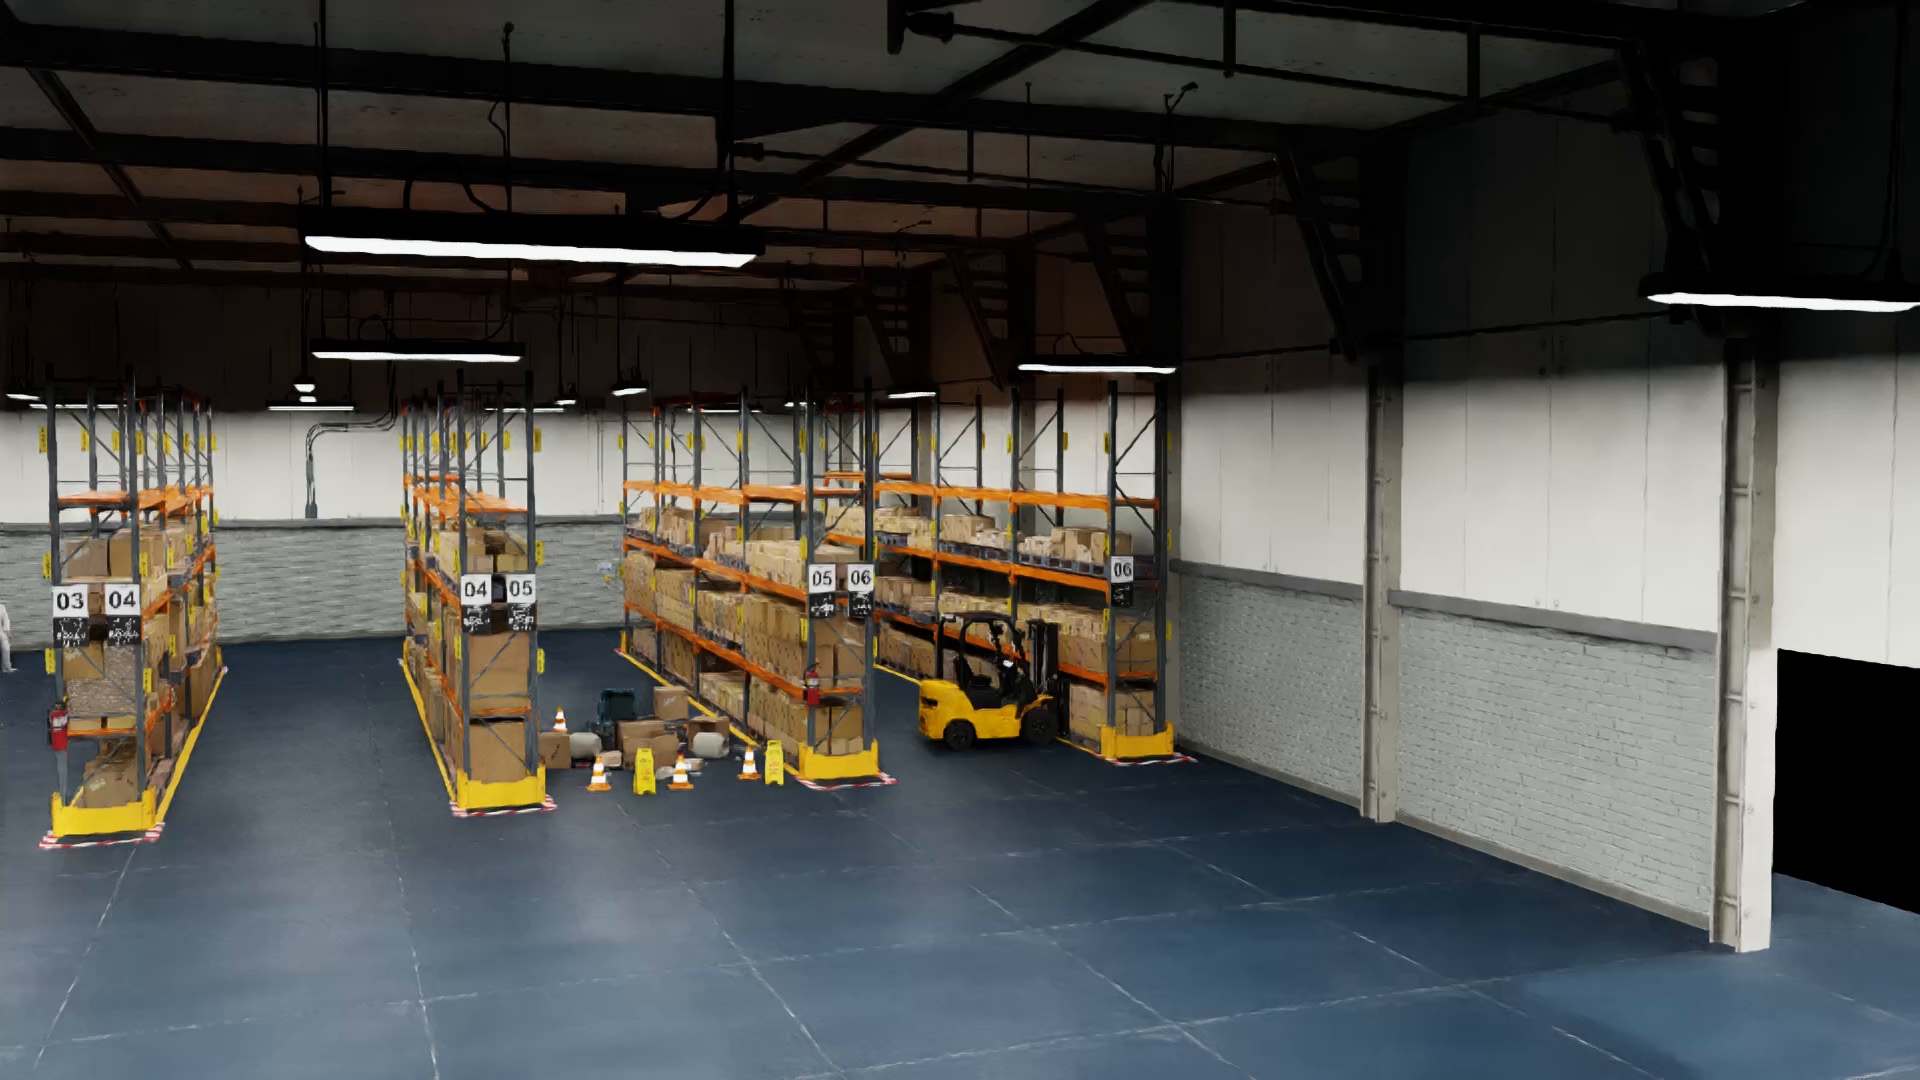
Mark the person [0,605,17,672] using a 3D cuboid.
[{"bbox_3d":[-20.946,2.029,36.016,0.715,1.723,0.838,-3,4,-42],"label":"person"}]
